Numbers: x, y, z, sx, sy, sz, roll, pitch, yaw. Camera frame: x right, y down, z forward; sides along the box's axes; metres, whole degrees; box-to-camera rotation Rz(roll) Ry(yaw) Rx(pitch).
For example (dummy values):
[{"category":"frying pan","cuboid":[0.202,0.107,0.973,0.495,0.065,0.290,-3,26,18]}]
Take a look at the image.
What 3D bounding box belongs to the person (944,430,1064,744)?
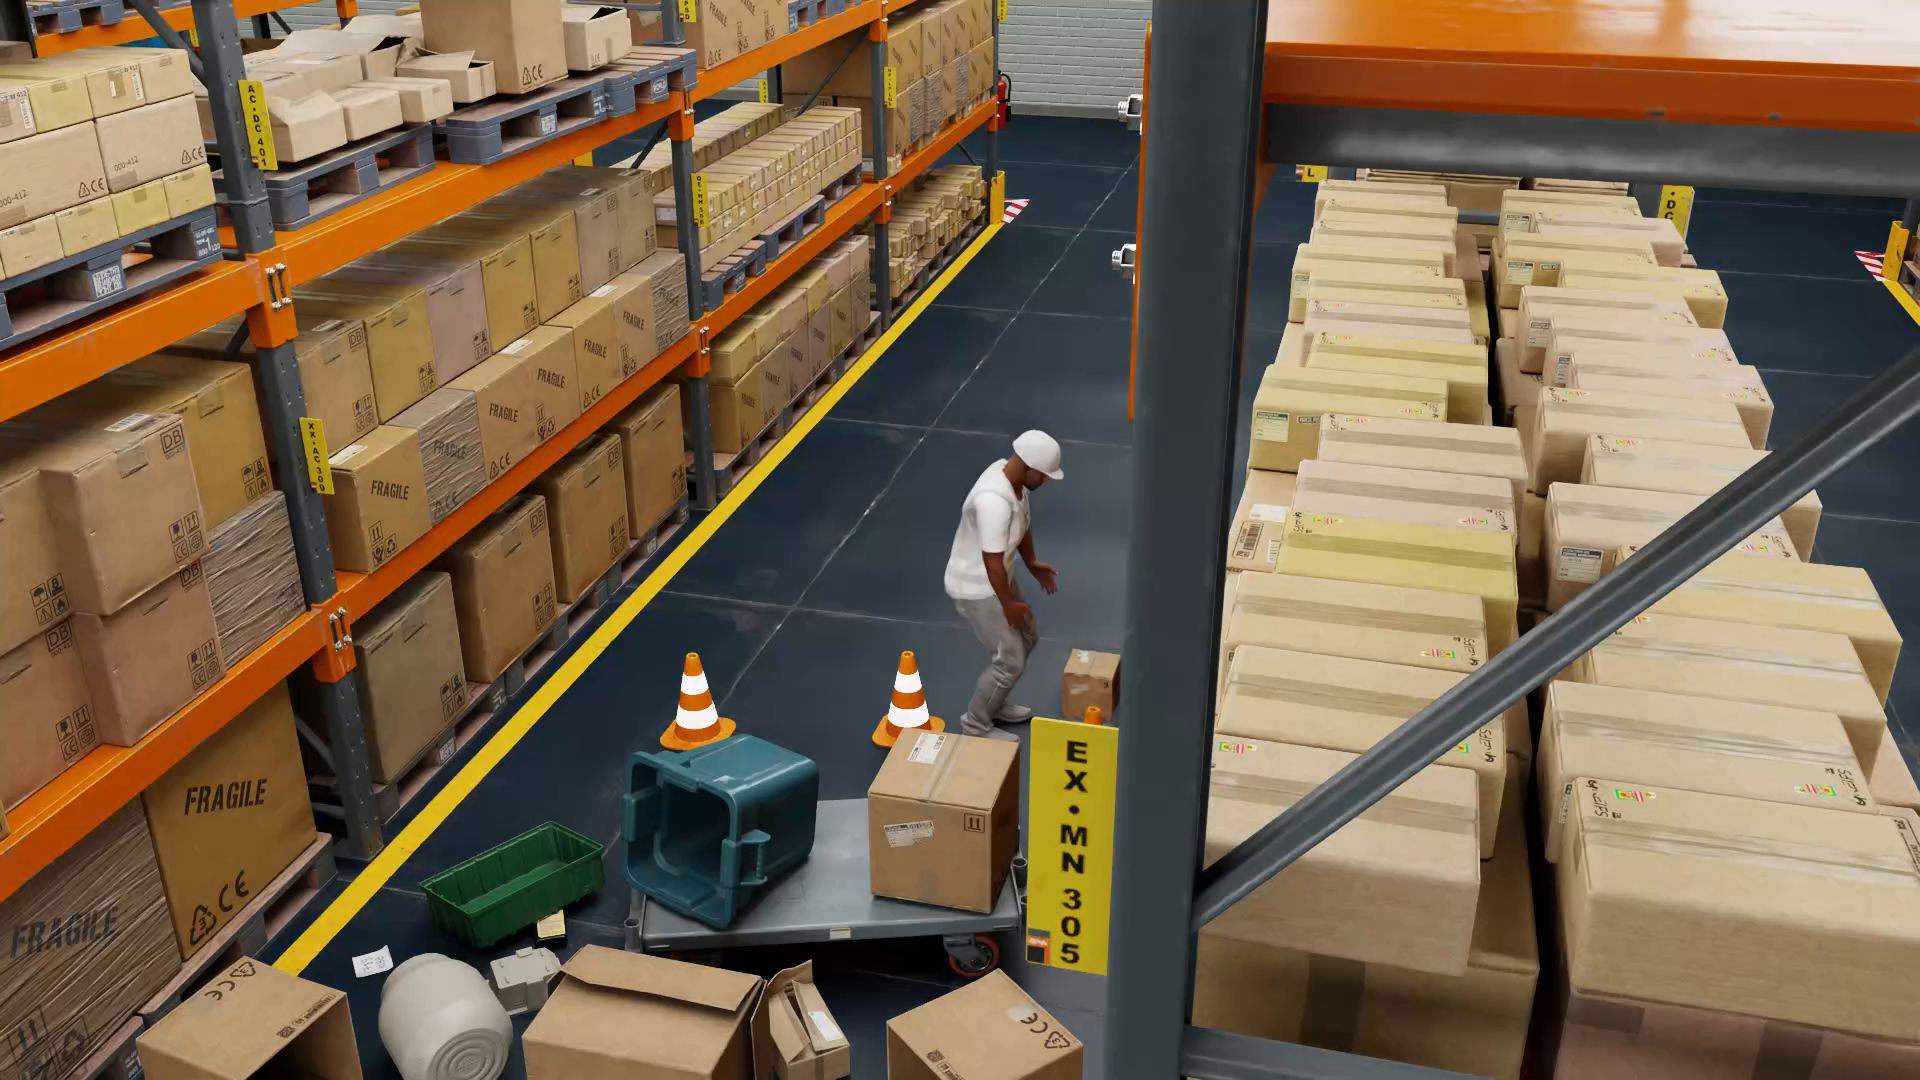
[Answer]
[{"category":"person","cuboid":[0.222,0.215,8.260,0.554,1.651,0.610,7,26,14]}]
